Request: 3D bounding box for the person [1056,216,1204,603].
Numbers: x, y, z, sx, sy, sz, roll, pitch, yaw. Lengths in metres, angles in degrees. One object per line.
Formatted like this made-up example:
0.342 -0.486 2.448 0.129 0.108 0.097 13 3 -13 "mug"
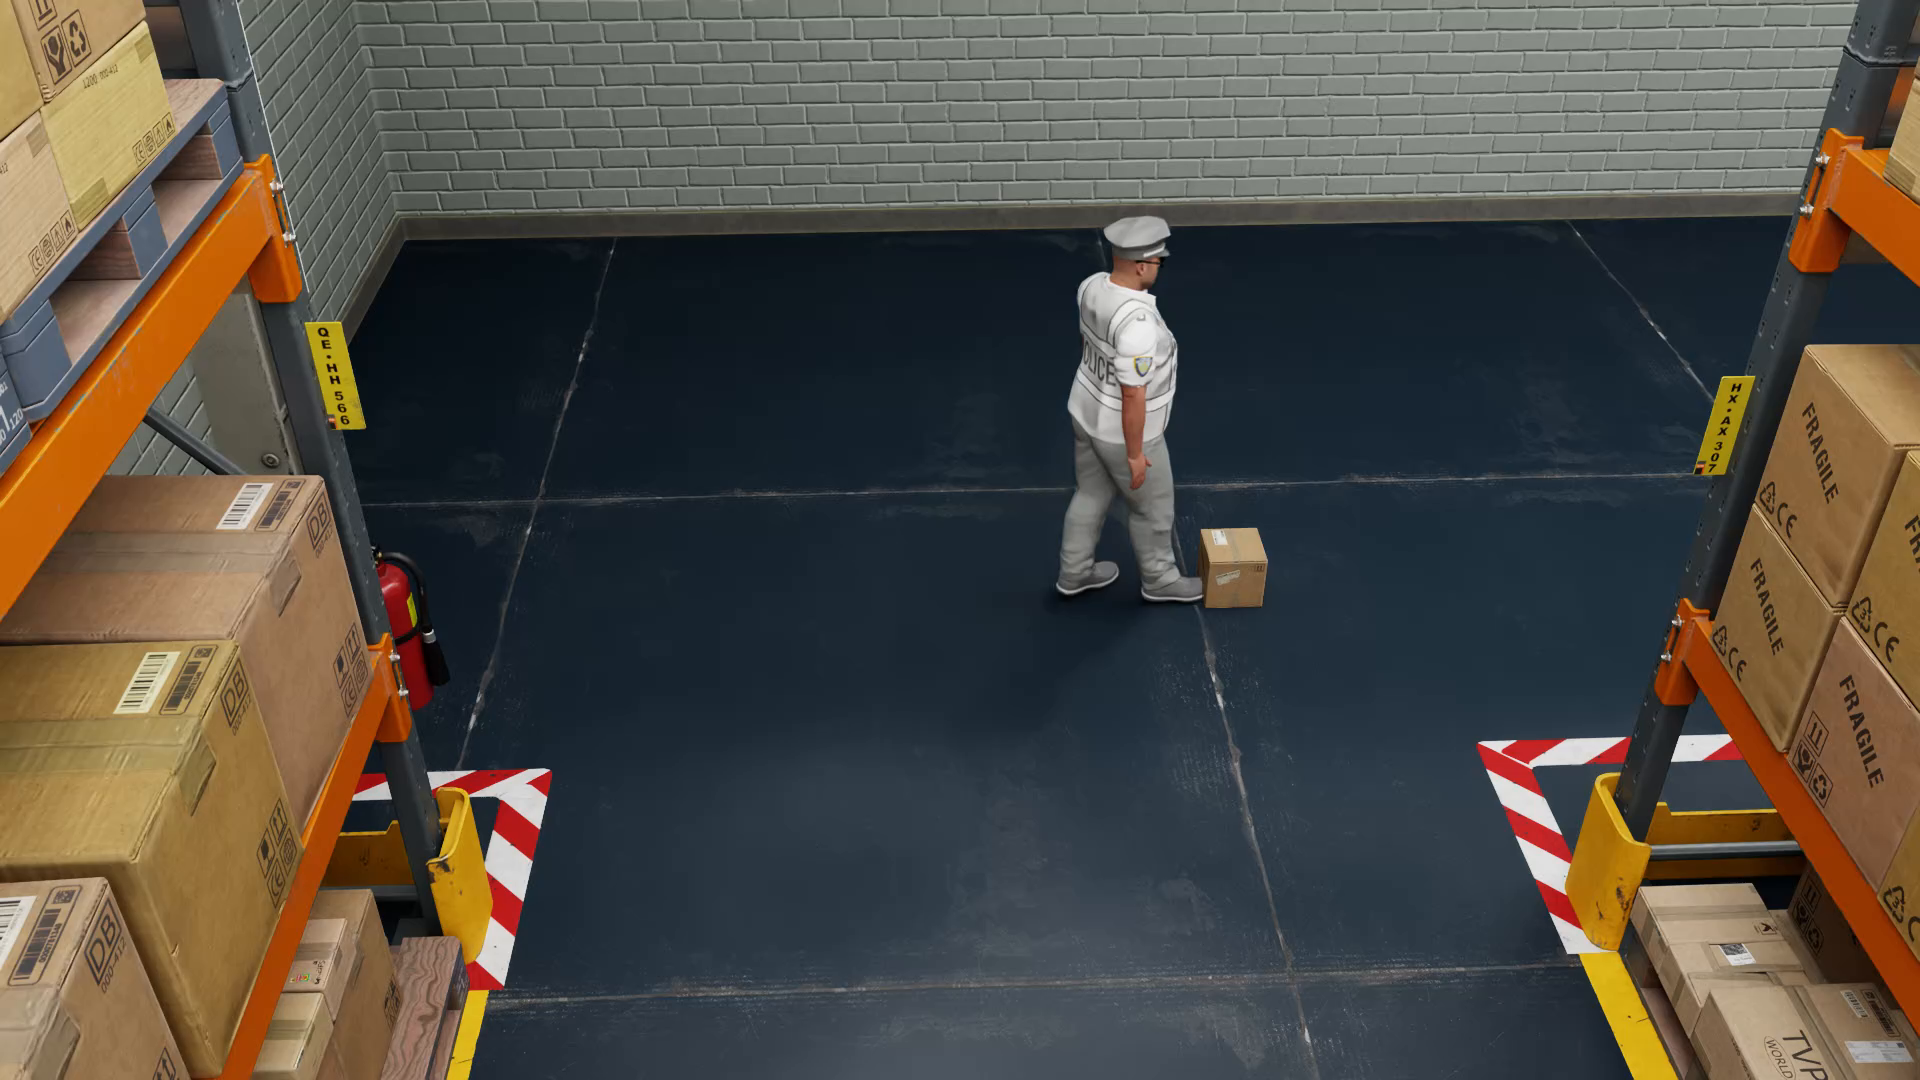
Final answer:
0.745 -0.512 6.856 0.648 1.746 0.574 -14 37 -19 "person"
